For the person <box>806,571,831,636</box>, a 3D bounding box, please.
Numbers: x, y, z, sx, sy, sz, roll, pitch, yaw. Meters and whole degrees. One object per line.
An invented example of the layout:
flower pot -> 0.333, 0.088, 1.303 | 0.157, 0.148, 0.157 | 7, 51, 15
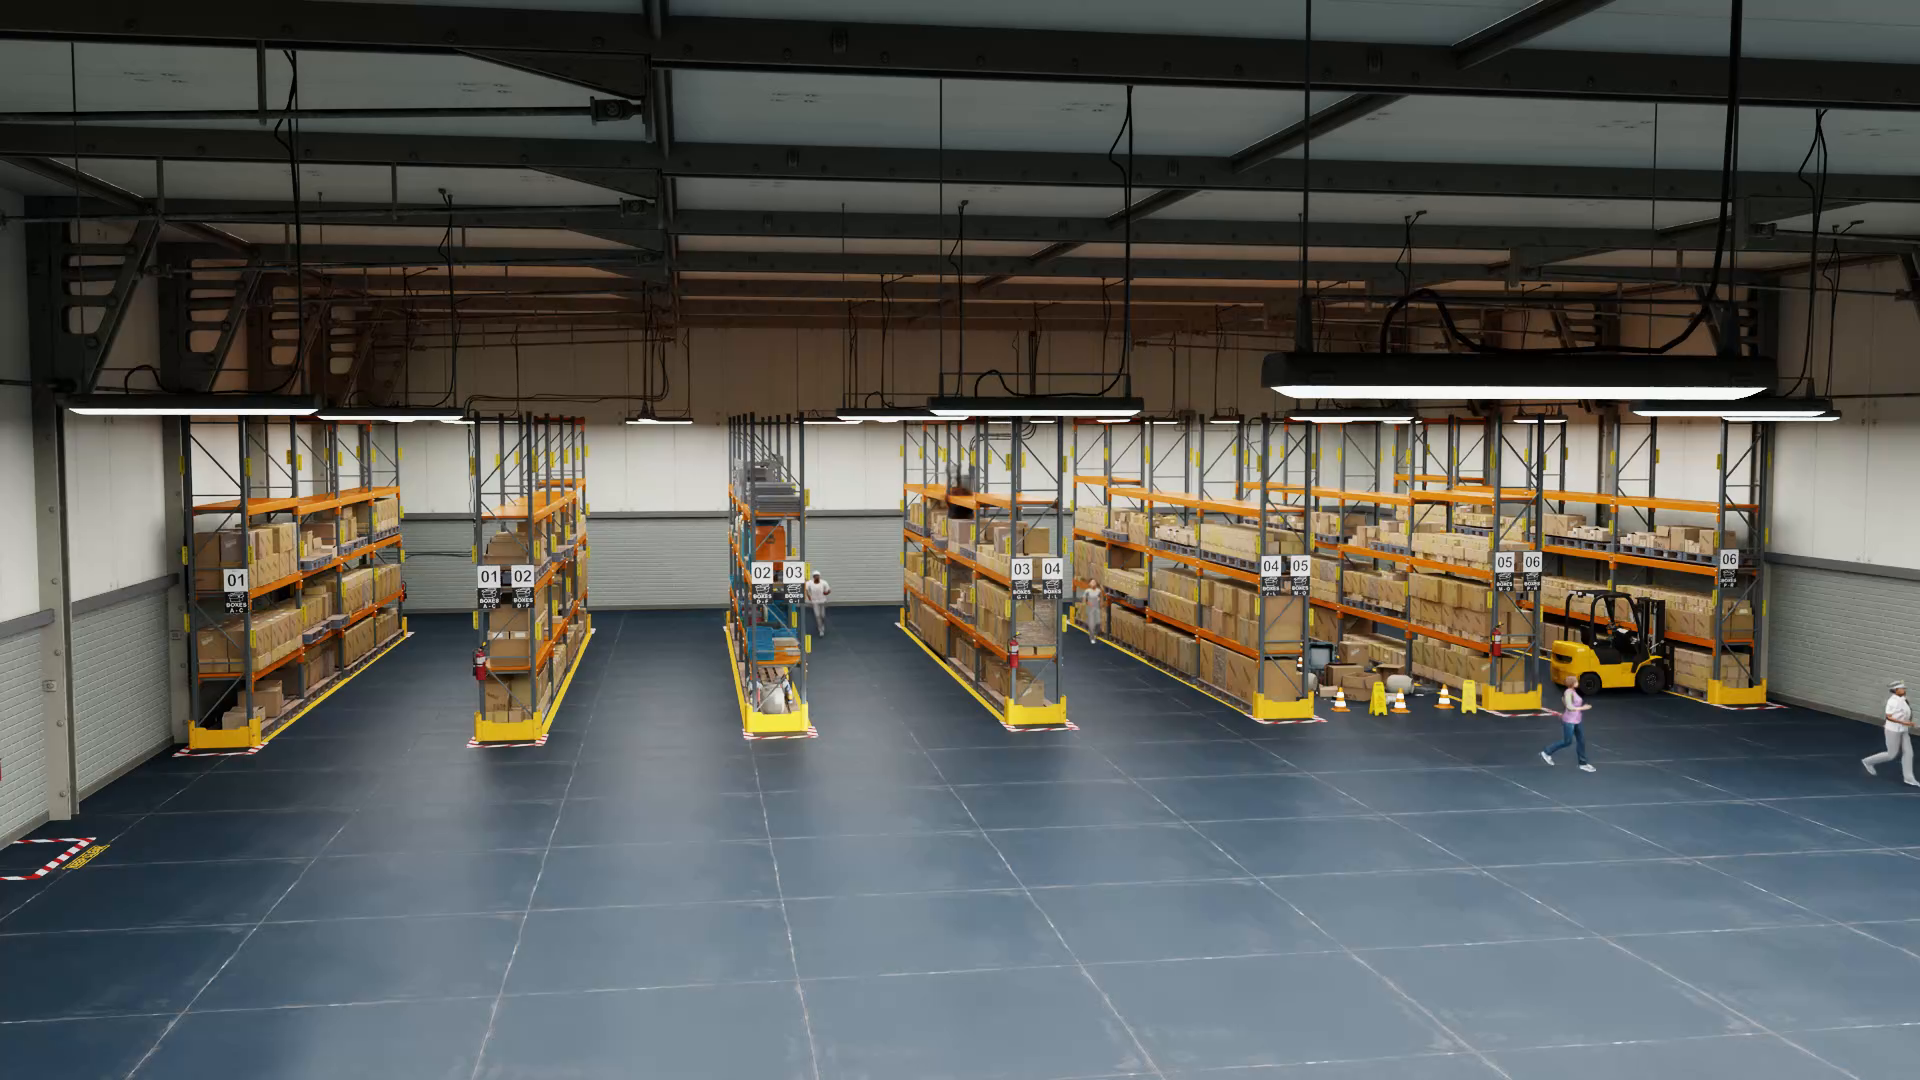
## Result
person -> -3.906, 1.729, 45.801 | 0.699, 1.771, 0.917 | -1, 4, -12

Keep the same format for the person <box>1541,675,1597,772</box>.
person -> 10.147, 3.033, 27.649 | 0.879, 1.586, 0.544 | 3, 5, 35

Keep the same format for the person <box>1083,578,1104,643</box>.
person -> 3.368, 1.780, 41.766 | 0.560, 1.643, 0.517 | -1, 4, -10

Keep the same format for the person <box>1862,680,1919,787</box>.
person -> 14.970, 3.068, 26.645 | 0.563, 1.697, 0.902 | -3, 5, -39
